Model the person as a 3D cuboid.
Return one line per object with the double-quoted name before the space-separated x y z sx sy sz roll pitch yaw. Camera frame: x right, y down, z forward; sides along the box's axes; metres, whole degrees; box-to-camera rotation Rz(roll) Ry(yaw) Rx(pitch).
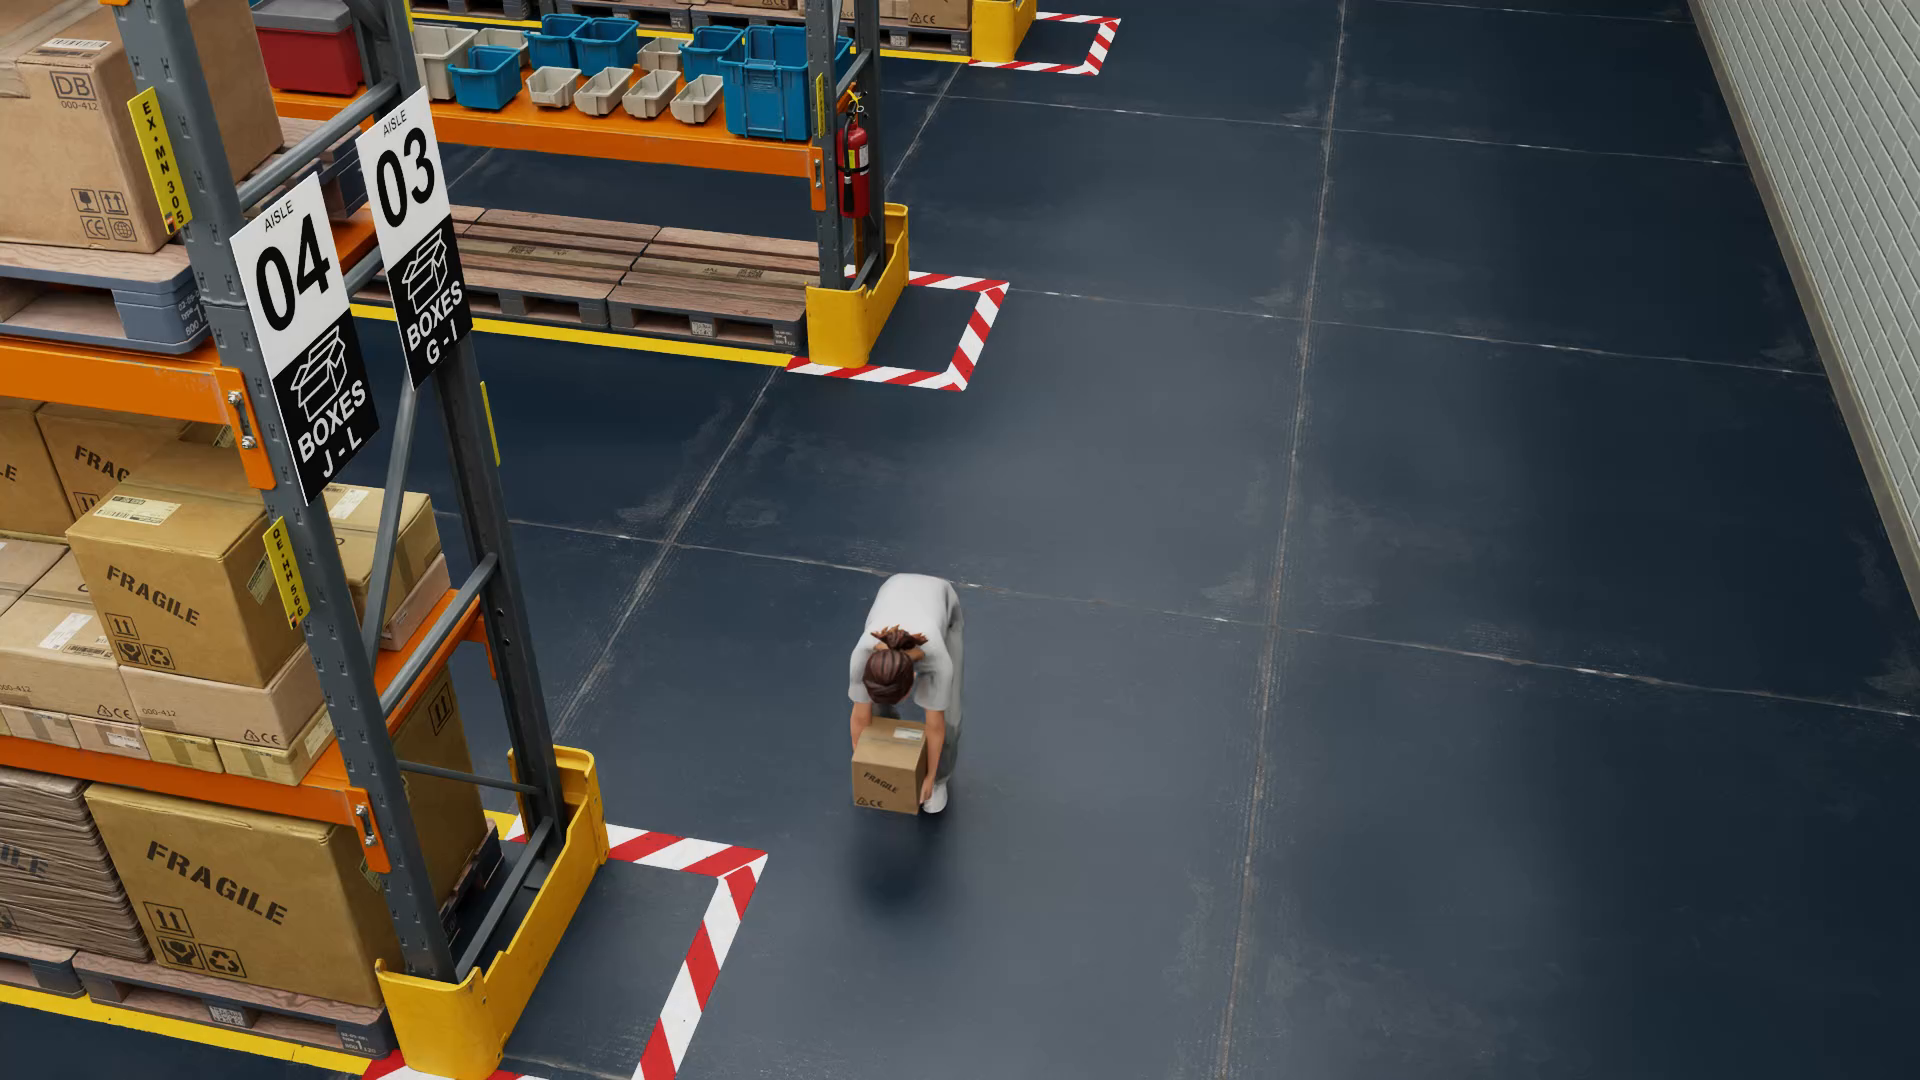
"person" -0.217 0.666 6.540 0.439 1.116 0.854 6 37 8
